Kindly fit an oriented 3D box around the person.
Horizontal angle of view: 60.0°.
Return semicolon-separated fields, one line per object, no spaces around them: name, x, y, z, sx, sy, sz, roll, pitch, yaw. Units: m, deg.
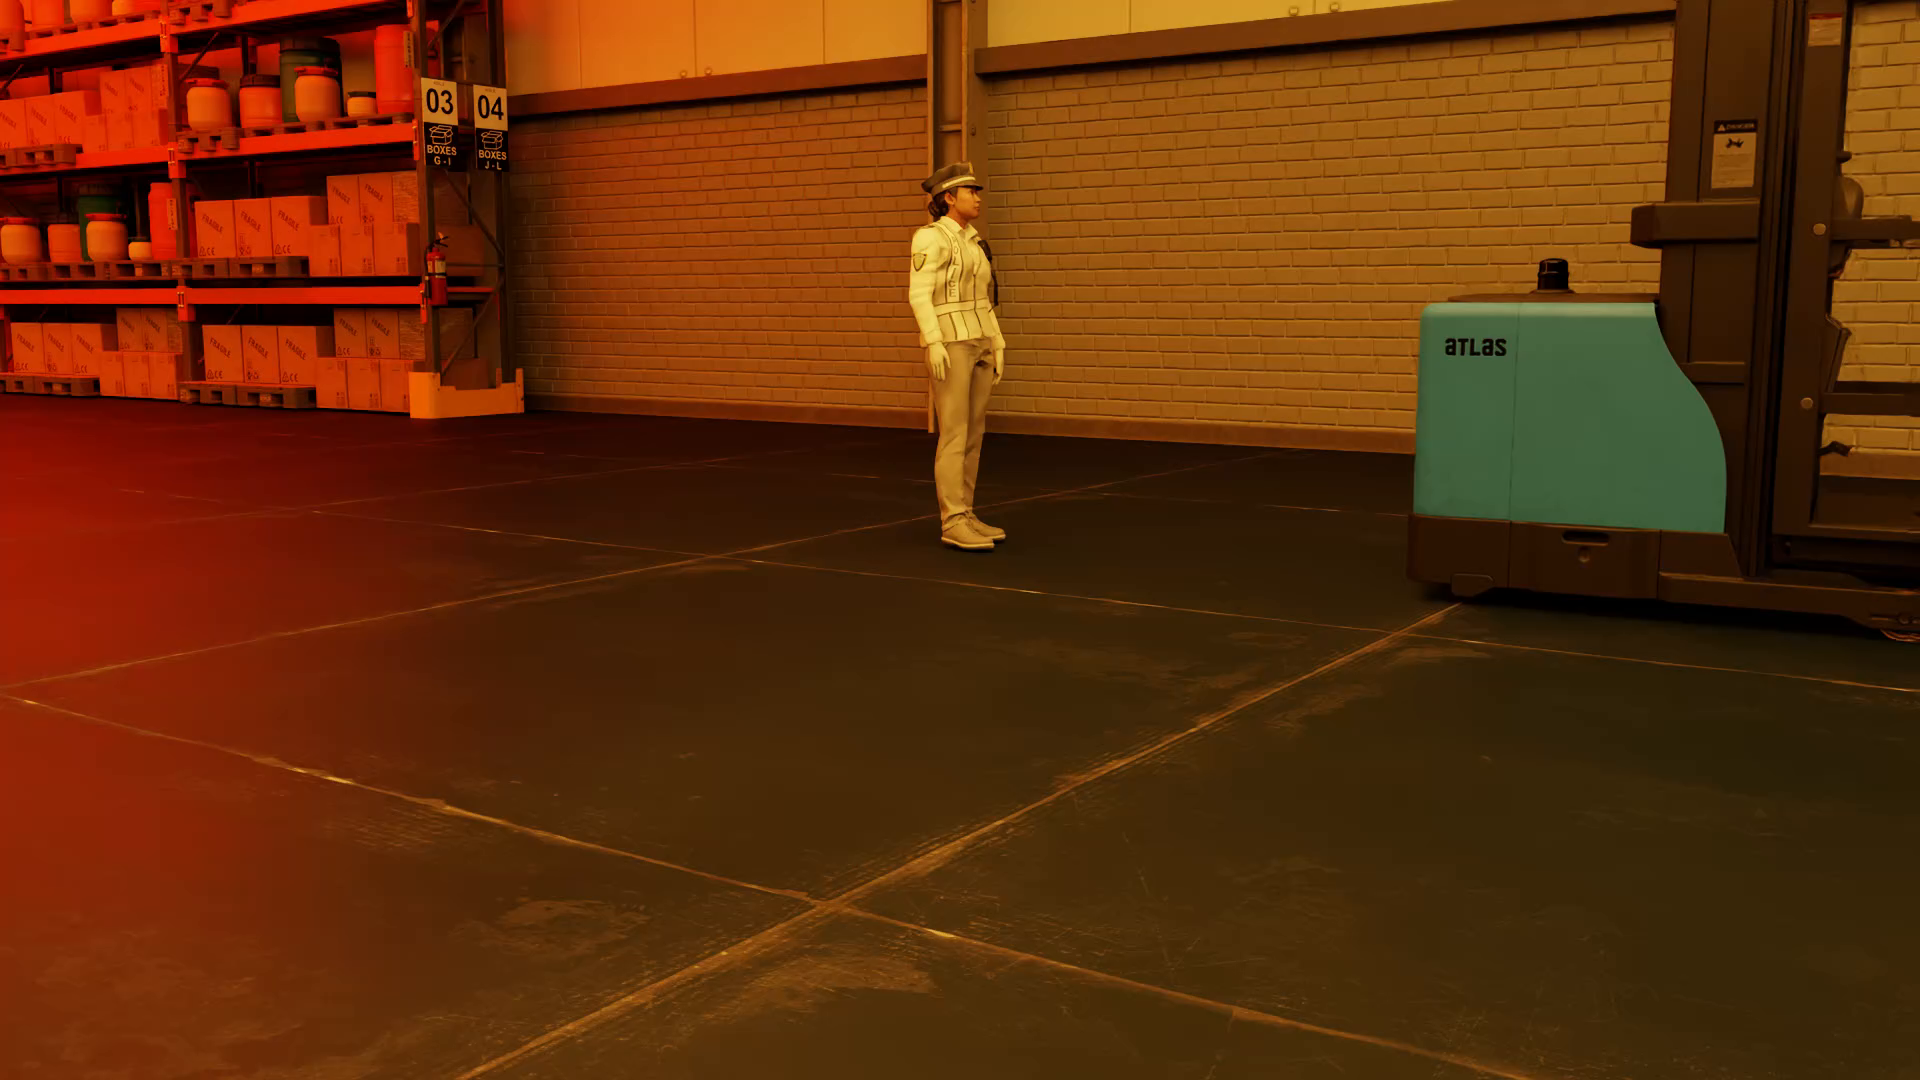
person;0.053;-0.840;7.440;0.531;1.695;0.587;5;10;34

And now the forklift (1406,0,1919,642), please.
forklift;3.186;-1.197;5.609;3.031;2.935;1.130;4;9;28
